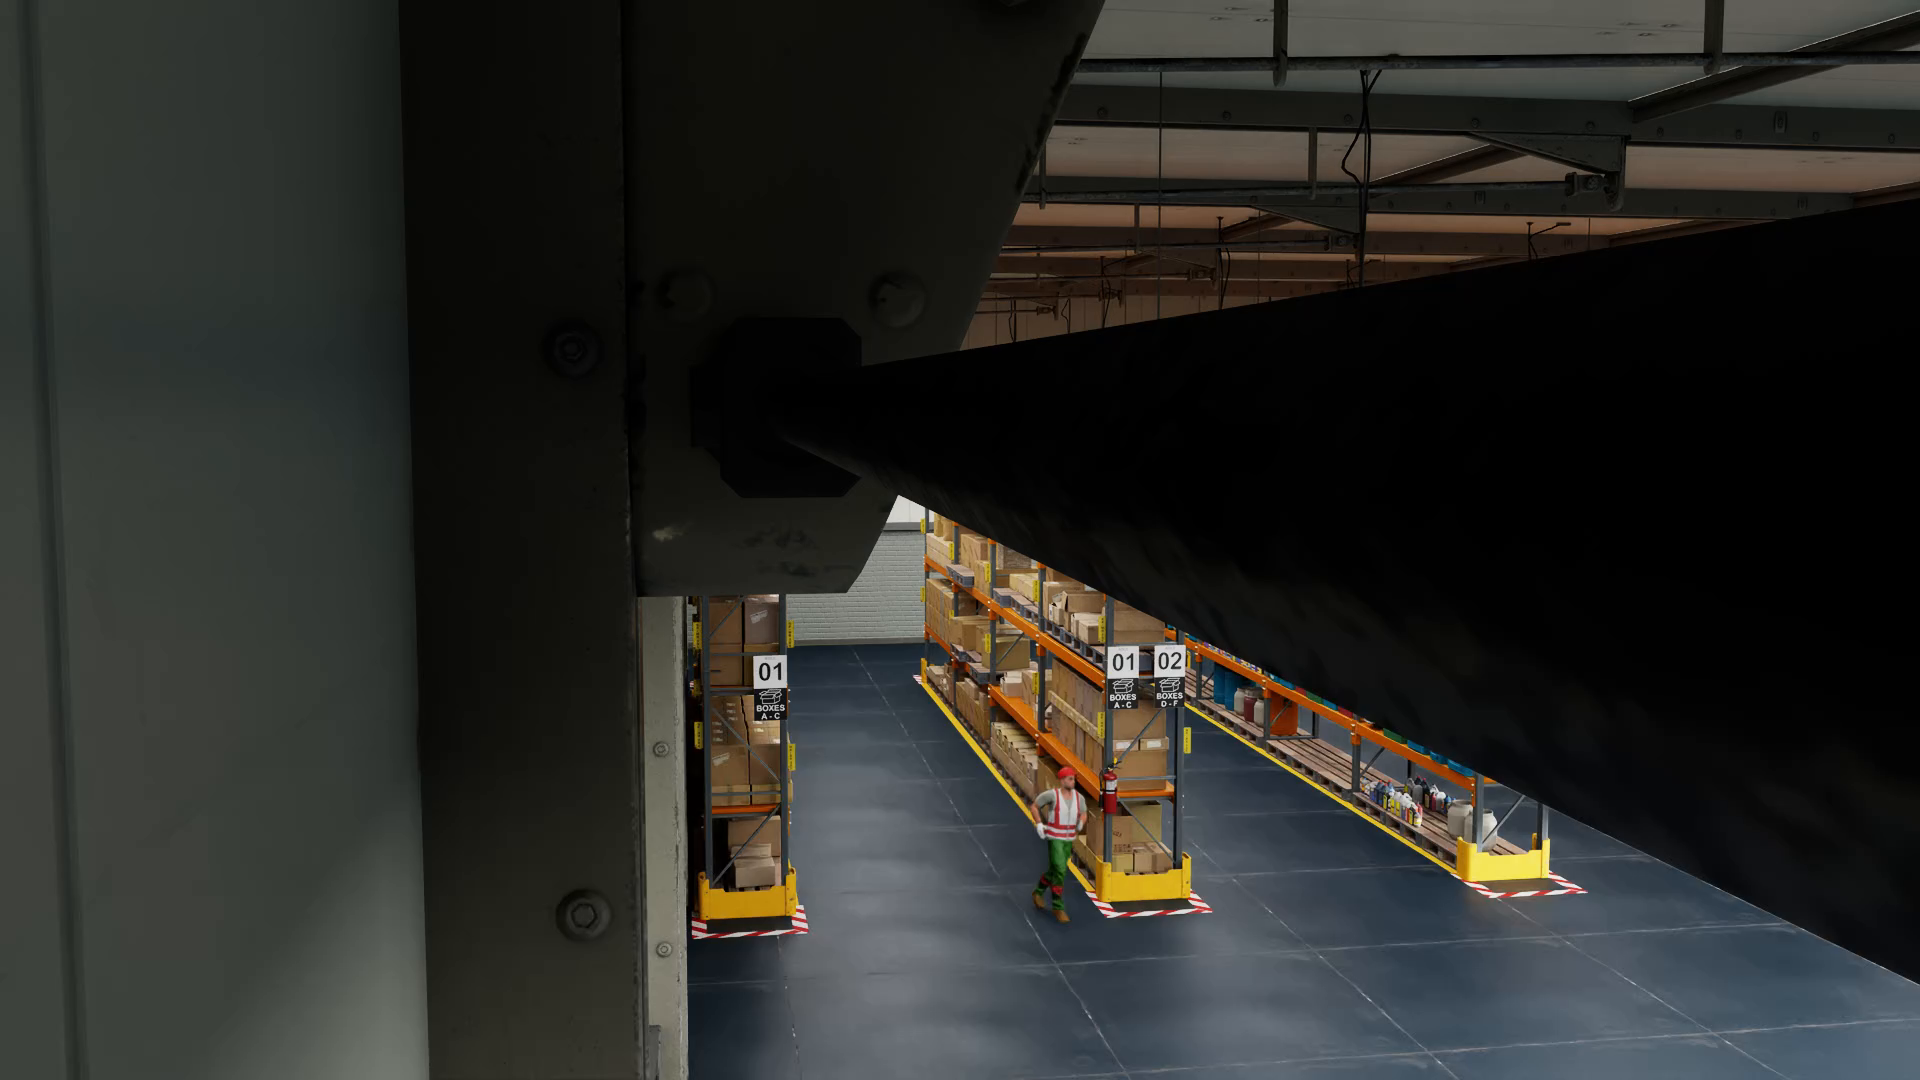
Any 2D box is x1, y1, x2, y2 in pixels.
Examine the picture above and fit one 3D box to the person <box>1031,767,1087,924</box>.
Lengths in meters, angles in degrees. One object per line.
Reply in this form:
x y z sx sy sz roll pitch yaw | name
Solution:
1.238 3.664 20.273 0.667 1.811 0.812 -4 6 -35 | person
